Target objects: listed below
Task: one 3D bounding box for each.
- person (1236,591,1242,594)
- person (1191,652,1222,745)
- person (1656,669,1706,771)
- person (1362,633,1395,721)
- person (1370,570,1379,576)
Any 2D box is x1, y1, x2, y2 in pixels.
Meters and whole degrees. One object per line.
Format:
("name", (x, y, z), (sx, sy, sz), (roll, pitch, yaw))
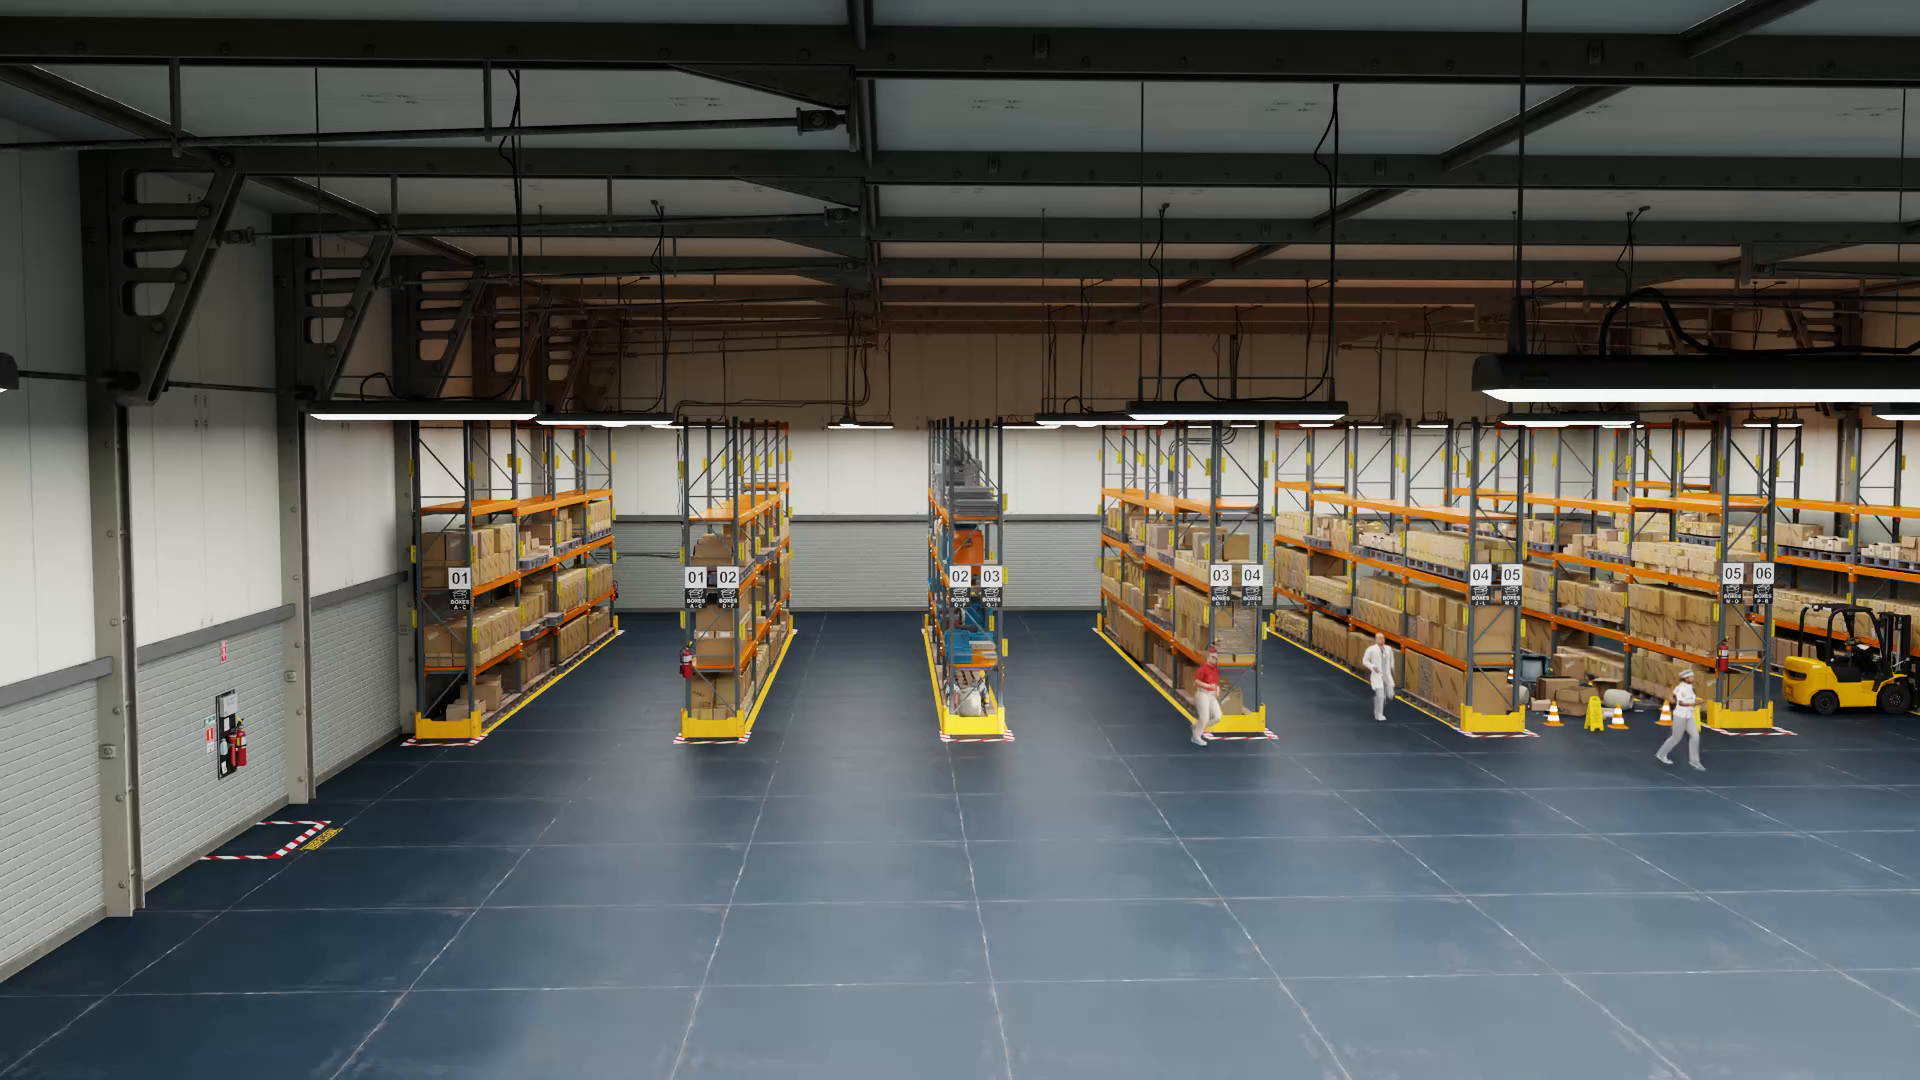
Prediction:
("person", (7.203, 2.064, 42.705), (0.707, 1.742, 0.624), (0, 4, -7))
("person", (4.594, 2.897, 30.479), (0.599, 1.674, 0.675), (4, 5, 44))
("person", (12.247, 3.041, 28.237), (0.809, 1.749, 0.554), (3, 5, 39))
("person", (8.336, 2.704, 32.968), (0.706, 1.725, 0.663), (-1, 4, -13))
("person", (12.272, 1.699, 49.200), (0.565, 1.660, 0.617), (-1, 4, -10))
